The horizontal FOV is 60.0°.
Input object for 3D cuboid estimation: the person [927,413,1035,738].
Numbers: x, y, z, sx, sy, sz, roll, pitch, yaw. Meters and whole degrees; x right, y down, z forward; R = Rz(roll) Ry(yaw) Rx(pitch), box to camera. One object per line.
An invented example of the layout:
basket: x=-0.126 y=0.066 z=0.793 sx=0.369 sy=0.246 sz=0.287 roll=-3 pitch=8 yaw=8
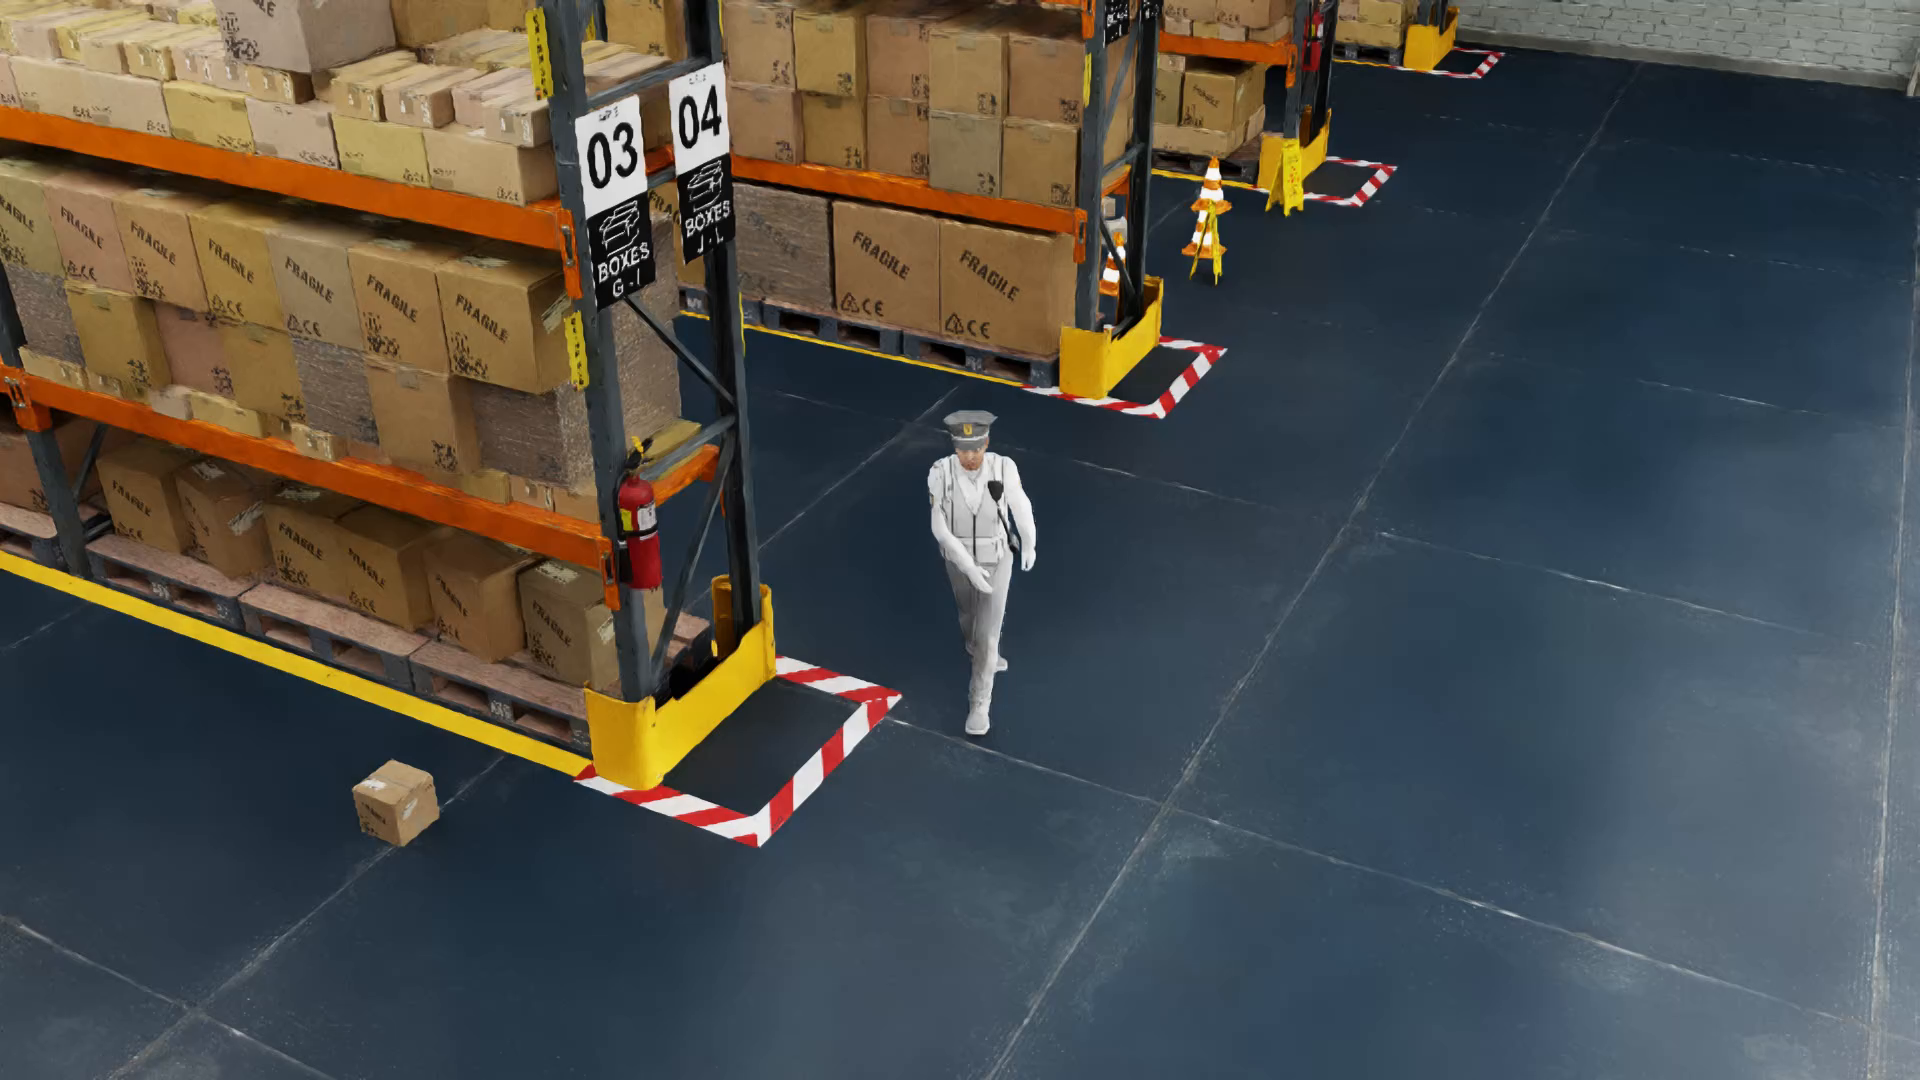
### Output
person: x=0.103 y=0.089 z=8.118 sx=0.509 sy=1.641 sz=0.791 roll=3 pitch=30 yaw=6
